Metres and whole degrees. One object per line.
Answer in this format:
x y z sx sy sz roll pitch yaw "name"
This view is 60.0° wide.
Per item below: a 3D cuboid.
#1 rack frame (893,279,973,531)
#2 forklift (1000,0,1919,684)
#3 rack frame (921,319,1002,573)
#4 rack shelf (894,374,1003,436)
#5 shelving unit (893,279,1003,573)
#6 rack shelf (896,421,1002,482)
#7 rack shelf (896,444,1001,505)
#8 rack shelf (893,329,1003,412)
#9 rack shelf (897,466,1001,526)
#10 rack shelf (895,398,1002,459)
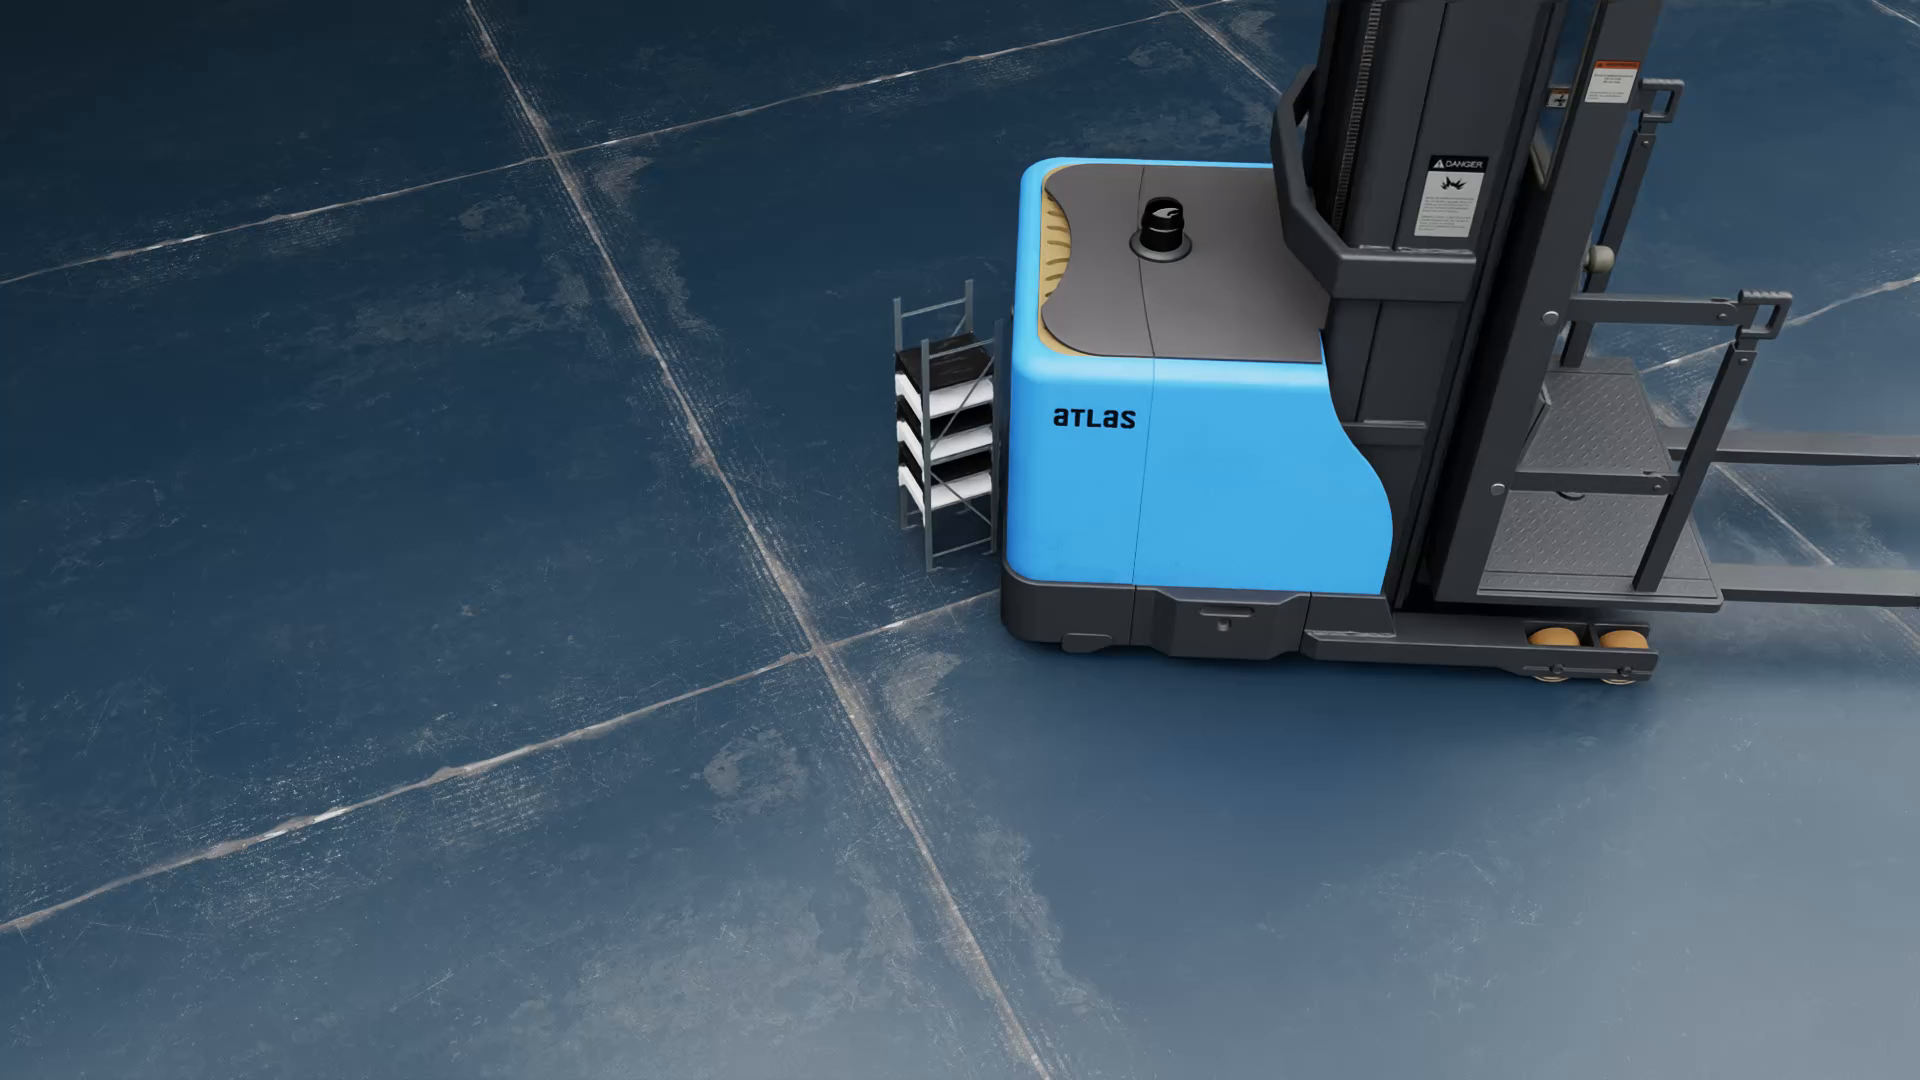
-0.075 -0.385 4.999 0.240 0.900 0.006 -17 47 -16 "rack frame"
1.655 -1.011 4.188 3.031 2.935 1.130 2 45 2 "forklift"
0.005 -0.253 4.866 0.240 0.900 0.006 -17 47 -16 "rack frame"
-0.035 -0.423 4.830 0.258 0.077 0.200 -17 47 -16 "rack shelf"
-0.035 -0.319 4.933 0.258 0.900 0.210 -17 47 -16 "shelving unit"
-0.035 -0.295 4.956 0.258 0.077 0.200 -17 47 -16 "rack shelf"
-0.035 -0.231 5.019 0.258 0.077 0.200 -17 47 -16 "rack shelf"
-0.035 -0.487 4.766 0.258 0.077 0.200 -17 47 -16 "rack shelf"
-0.035 -0.167 5.082 0.258 0.077 0.200 -17 47 -16 "rack shelf"
-0.035 -0.359 4.893 0.258 0.077 0.200 -17 47 -16 "rack shelf"
